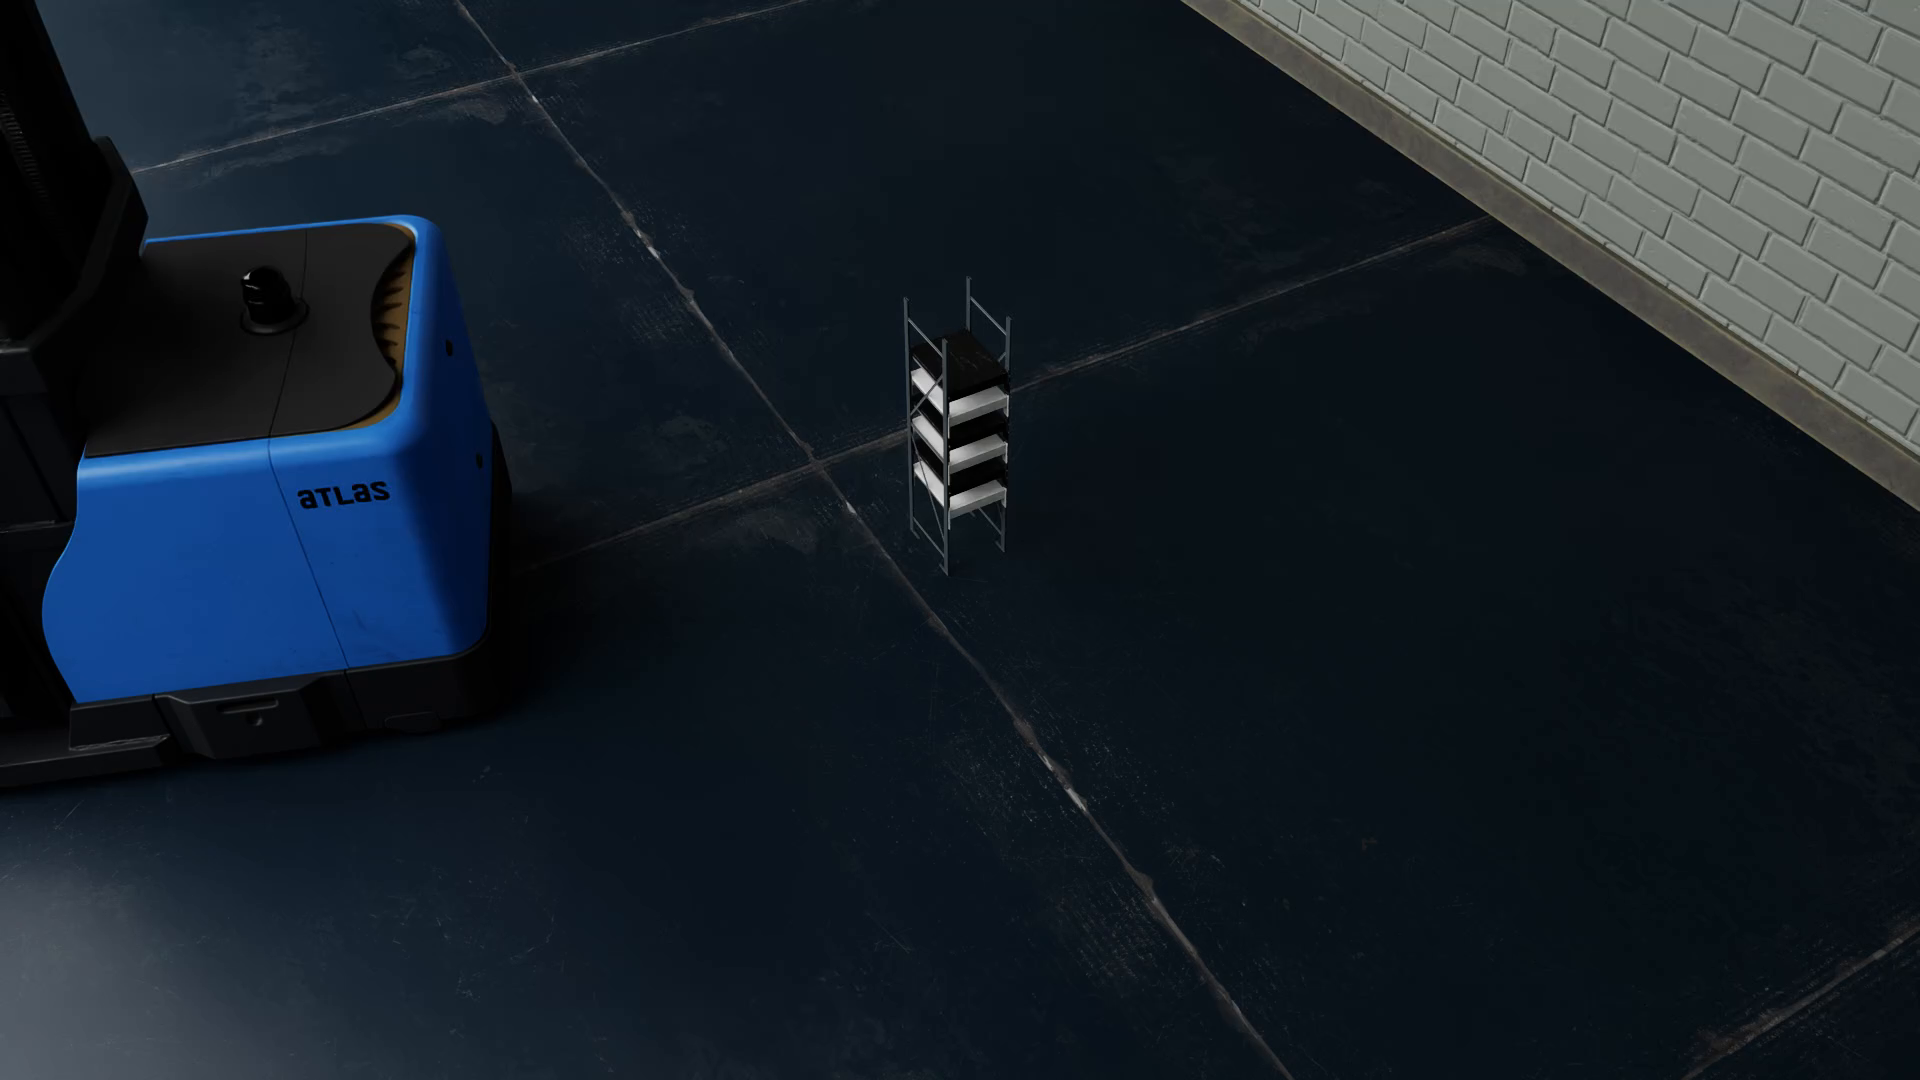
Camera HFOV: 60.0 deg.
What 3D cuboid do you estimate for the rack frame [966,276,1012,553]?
[{"bbox_3d":[0.081,-0.355,4.970,0.006,0.900,0.240,-22,48,-21],"label":"rack frame"}]

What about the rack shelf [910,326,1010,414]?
[{"bbox_3d":[-0.007,-0.490,4.769,0.200,0.077,0.258,-22,48,-21],"label":"rack shelf"}]

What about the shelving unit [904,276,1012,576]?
[{"bbox_3d":[-0.007,-0.320,4.934,0.210,0.900,0.258,-22,48,-21],"label":"shelving unit"}]

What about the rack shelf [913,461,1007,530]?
[{"bbox_3d":[-0.007,-0.167,5.082,0.200,0.077,0.258,-22,48,-21],"label":"rack shelf"}]

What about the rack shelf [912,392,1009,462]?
[{"bbox_3d":[-0.007,-0.361,4.894,0.200,0.077,0.258,-22,48,-21],"label":"rack shelf"}]

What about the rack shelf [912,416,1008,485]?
[{"bbox_3d":[-0.007,-0.296,4.957,0.200,0.077,0.258,-22,48,-21],"label":"rack shelf"}]

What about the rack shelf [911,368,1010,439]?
[{"bbox_3d":[-0.007,-0.425,4.832,0.200,0.077,0.258,-22,48,-21],"label":"rack shelf"}]

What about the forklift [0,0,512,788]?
[{"bbox_3d":[-2.851,-0.694,3.860,3.031,2.935,1.130,-7,45,-7],"label":"forklift"}]

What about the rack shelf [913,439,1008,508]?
[{"bbox_3d":[-0.007,-0.232,5.020,0.200,0.077,0.258,-22,48,-21],"label":"rack shelf"}]

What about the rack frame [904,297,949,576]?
[{"bbox_3d":[-0.095,-0.285,4.897,0.006,0.900,0.240,-22,48,-21],"label":"rack frame"}]
